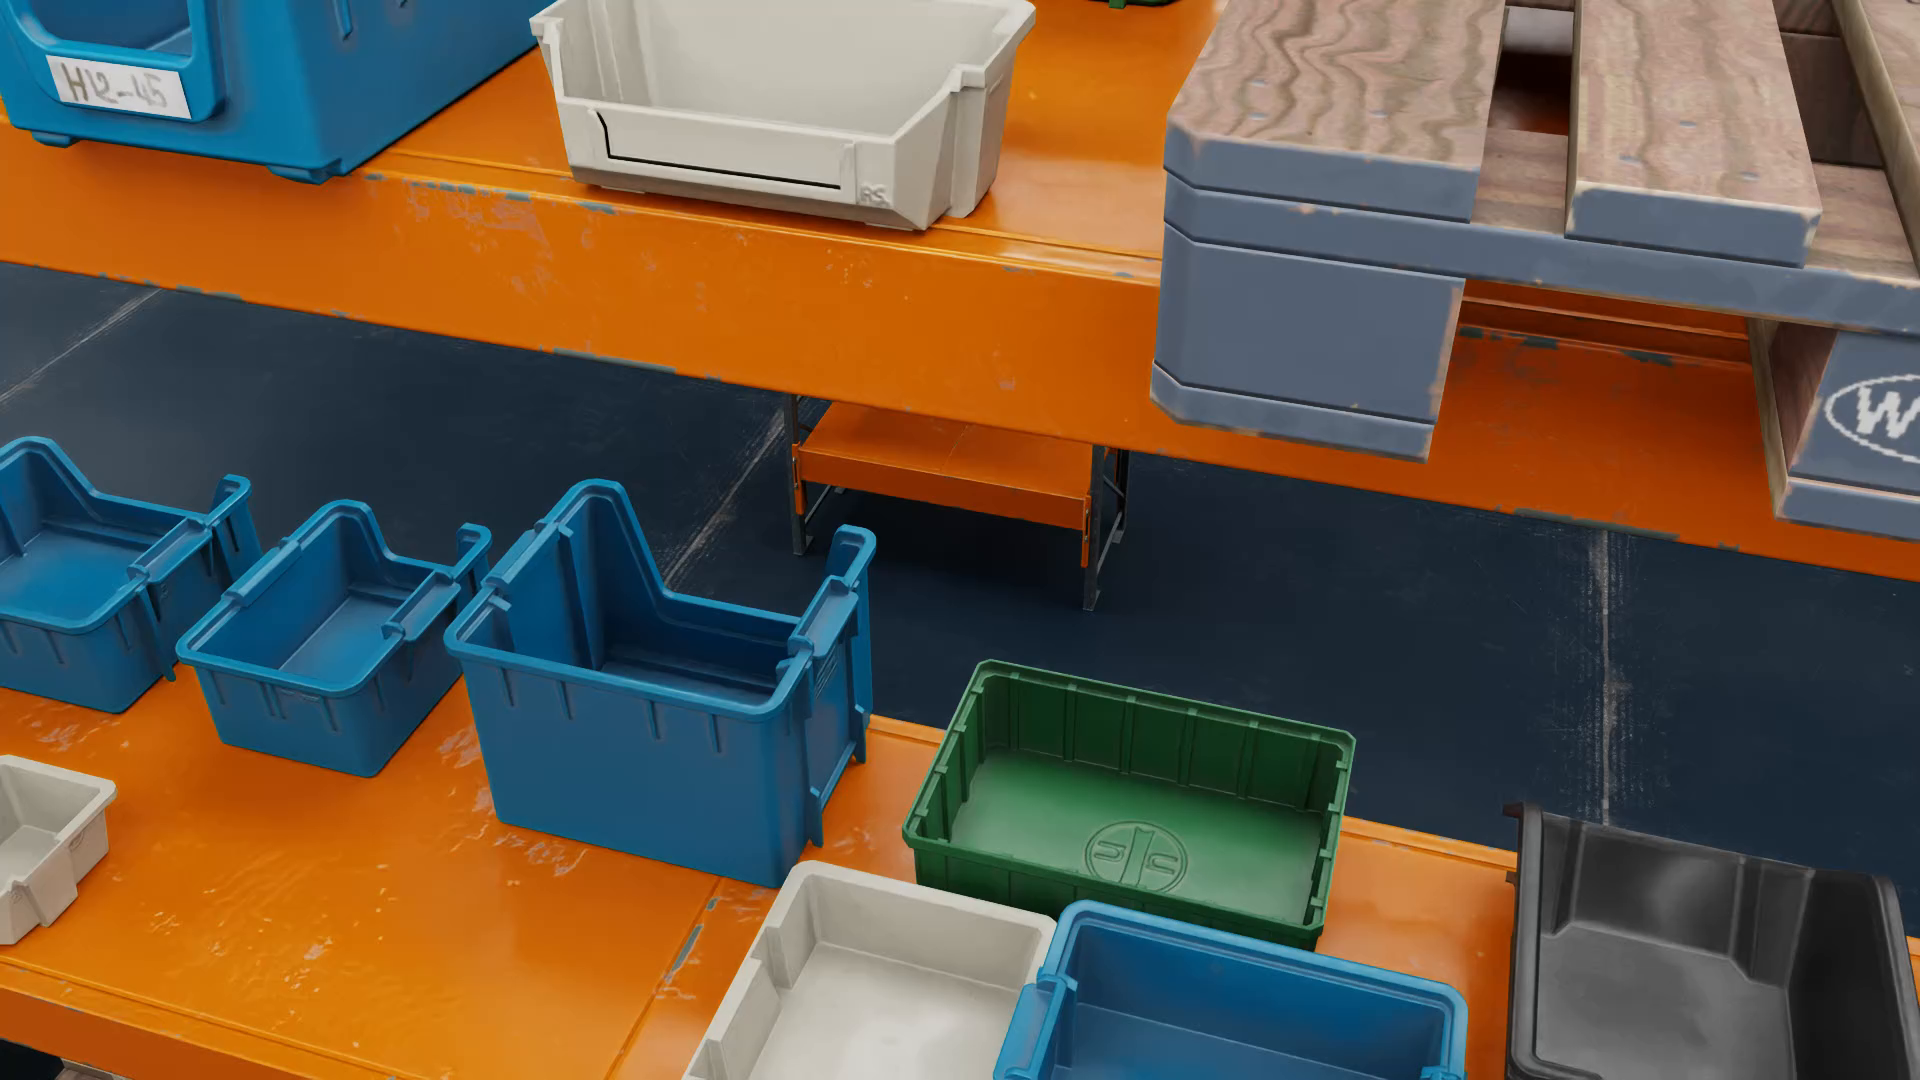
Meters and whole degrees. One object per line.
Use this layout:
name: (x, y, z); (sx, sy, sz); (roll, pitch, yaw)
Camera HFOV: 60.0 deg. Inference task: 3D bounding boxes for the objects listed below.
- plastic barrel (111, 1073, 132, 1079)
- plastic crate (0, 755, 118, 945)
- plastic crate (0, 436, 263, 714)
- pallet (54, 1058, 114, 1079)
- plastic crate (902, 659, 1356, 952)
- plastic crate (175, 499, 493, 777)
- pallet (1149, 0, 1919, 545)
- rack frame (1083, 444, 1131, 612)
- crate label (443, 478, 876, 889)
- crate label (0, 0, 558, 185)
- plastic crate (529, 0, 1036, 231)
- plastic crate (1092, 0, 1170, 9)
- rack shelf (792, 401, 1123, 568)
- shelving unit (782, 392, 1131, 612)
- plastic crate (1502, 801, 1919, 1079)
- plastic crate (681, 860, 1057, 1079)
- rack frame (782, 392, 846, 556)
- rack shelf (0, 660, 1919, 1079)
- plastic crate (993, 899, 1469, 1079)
plastic barrel: (-1.670, 0.982, 3.629); (0.421, 0.512, 0.421); (0, 36, 0)
plastic crate: (-1.562, 0.523, 2.731); (0.250, 0.136, 0.298); (10, 38, 14)
plastic crate: (-1.754, 0.056, 3.269); (0.616, 0.251, 0.499); (10, 38, 14)
pallet: (-1.460, 1.333, 3.761); (1.213, 0.211, 1.003); (10, 38, 14)
plastic crate: (0.286, 0.469, 2.761); (0.662, 0.188, 0.450); (10, 38, 14)
plastic crate: (-1.135, 0.174, 3.109); (0.408, 0.251, 0.499); (10, 38, 14)
pallet: (0.780, -0.421, 1.420); (1.003, 0.211, 1.213); (10, 38, 14)
rack frame: (0.492, -0.362, 5.293); (0.032, 1.125, 0.500); (10, 38, 14)
crate label: (-0.483, 0.235, 2.871); (0.616, 0.435, 0.502); (10, 38, 14)
crate label: (-0.632, -0.554, 1.567); (0.408, 0.251, 0.502); (10, 38, 14)
plastic crate: (-0.155, -0.373, 1.419); (0.396, 0.136, 0.243); (10, 38, 14)
plastic crate: (0.073, -0.772, 1.917); (0.450, 0.188, 0.336); (10, 38, 14)
rack shelf: (0.006, -0.255, 5.560); (1.000, 0.278, 0.538); (10, 38, 14)
shelving unit: (0.006, -0.452, 5.415); (1.048, 1.125, 0.538); (10, 38, 14)
plastic crate: (1.036, 0.644, 2.397); (0.504, 0.338, 0.767); (10, 38, 14)
plastic crate: (-0.128, 0.746, 2.428); (0.437, 0.136, 0.530); (10, 38, 14)
rack frame: (-0.479, -0.542, 5.537); (0.032, 1.125, 0.500); (10, 38, 14)
rack shelf: (-0.411, 0.720, 2.848); (4.000, 0.370, 1.077); (10, 38, 14)
plastic crate: (0.360, 0.801, 2.256); (0.616, 0.251, 0.499); (10, 38, 14)
